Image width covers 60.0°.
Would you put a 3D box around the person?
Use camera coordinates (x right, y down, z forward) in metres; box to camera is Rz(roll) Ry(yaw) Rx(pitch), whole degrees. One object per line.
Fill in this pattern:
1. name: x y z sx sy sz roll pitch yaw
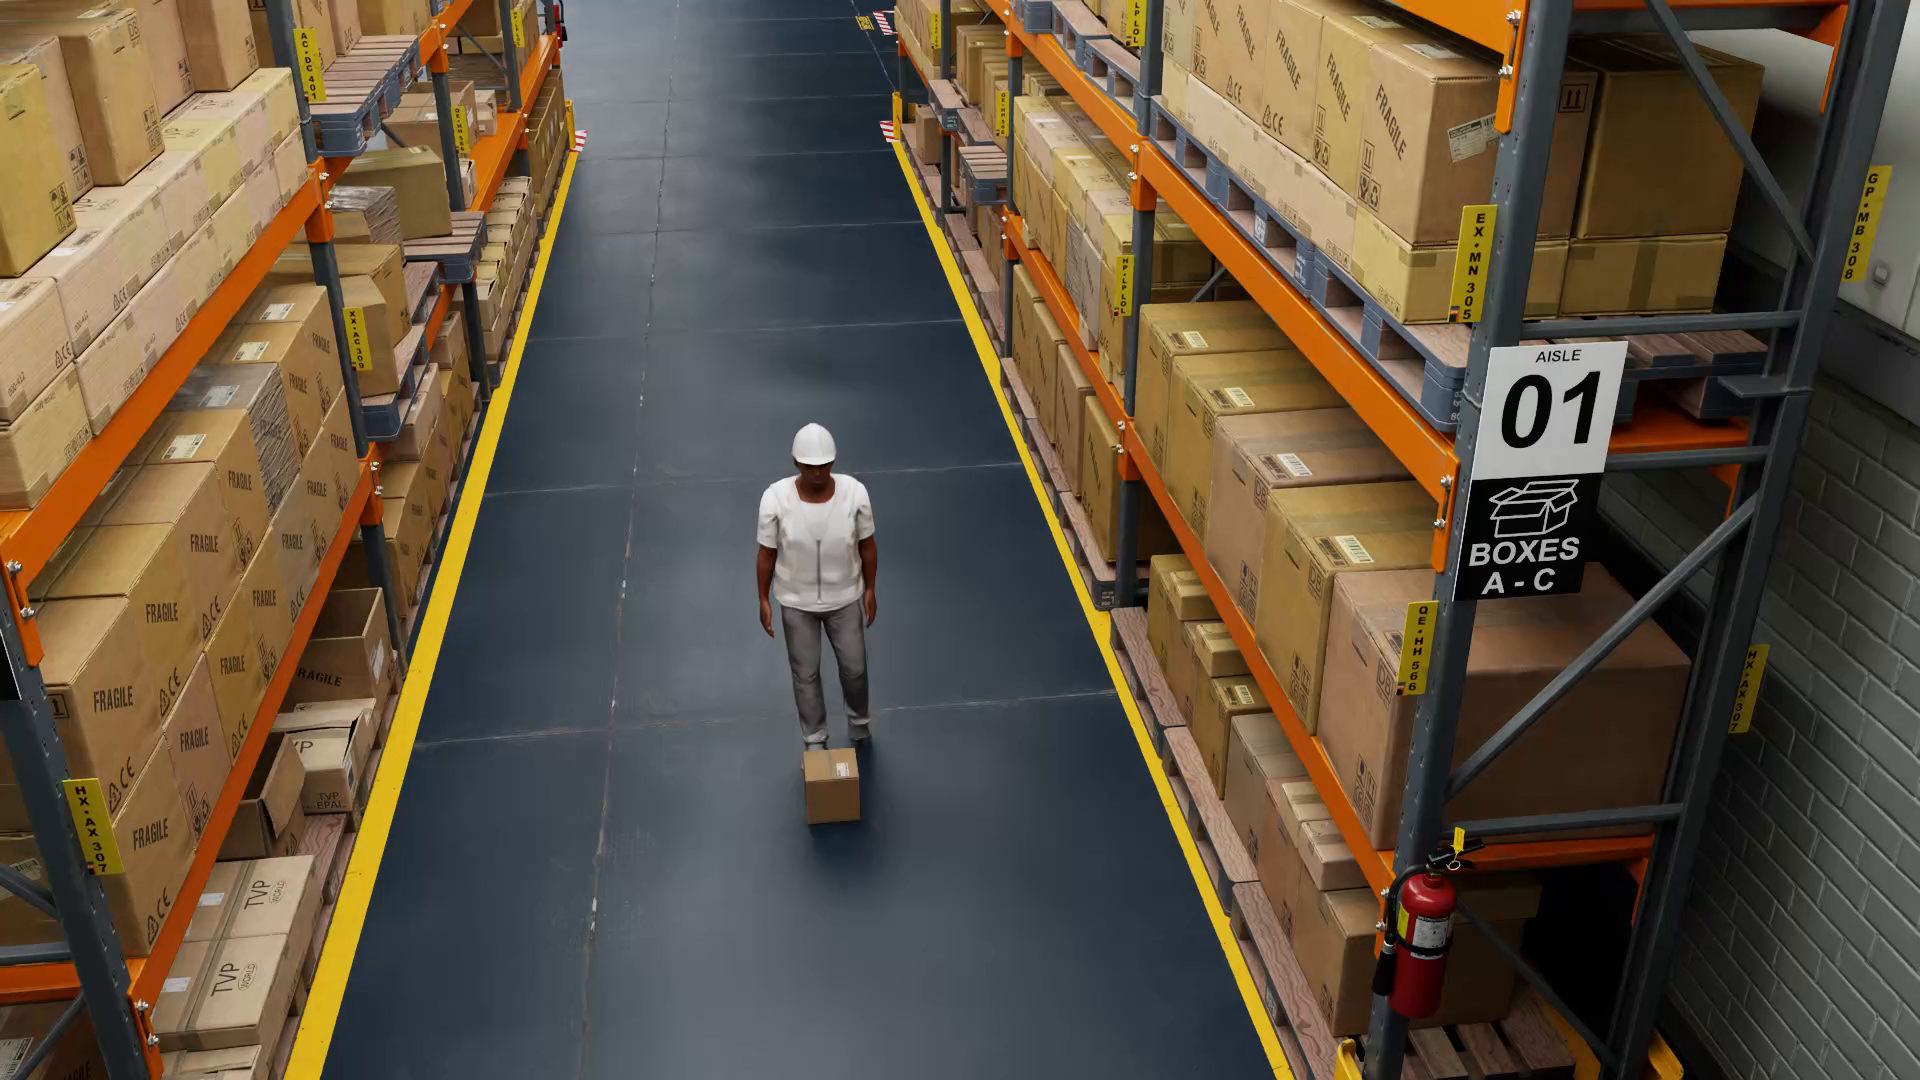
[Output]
1. person: -0.681 0.312 8.048 0.585 1.834 0.516 -4 27 -7
